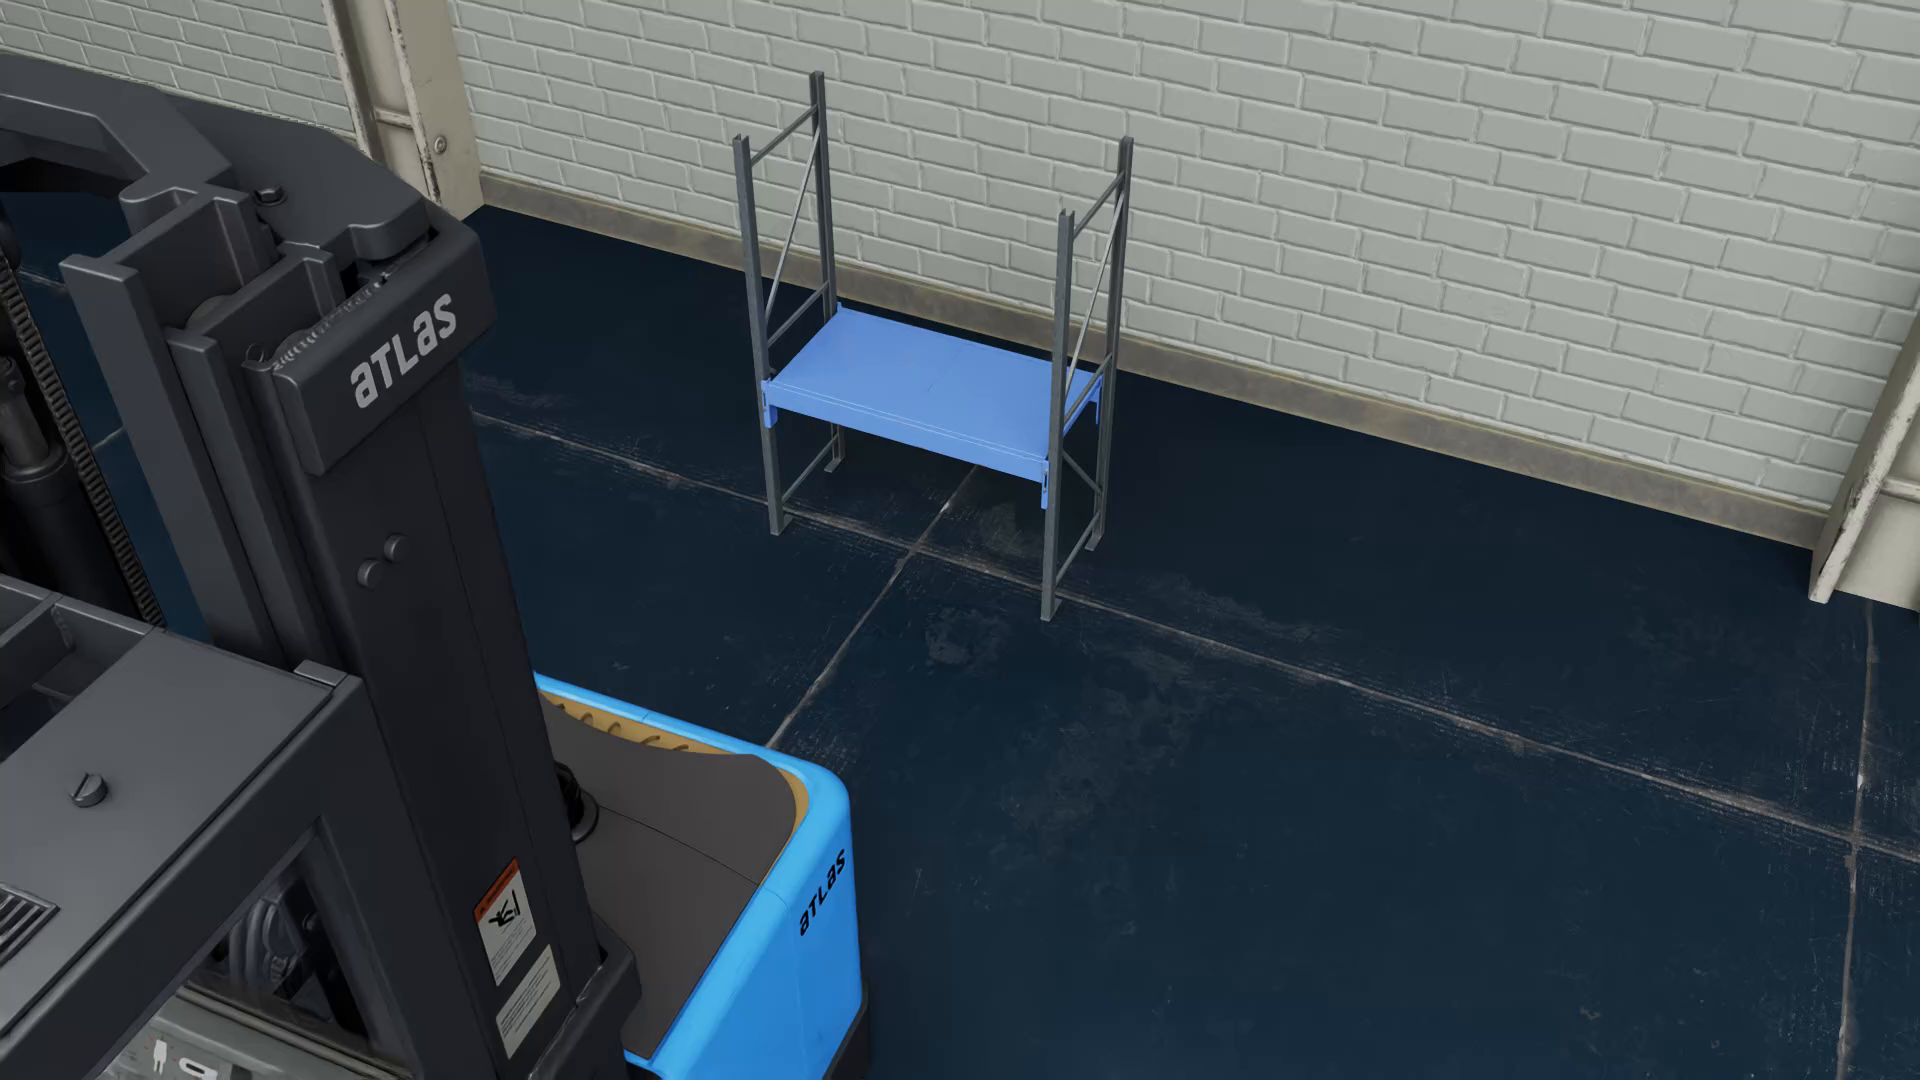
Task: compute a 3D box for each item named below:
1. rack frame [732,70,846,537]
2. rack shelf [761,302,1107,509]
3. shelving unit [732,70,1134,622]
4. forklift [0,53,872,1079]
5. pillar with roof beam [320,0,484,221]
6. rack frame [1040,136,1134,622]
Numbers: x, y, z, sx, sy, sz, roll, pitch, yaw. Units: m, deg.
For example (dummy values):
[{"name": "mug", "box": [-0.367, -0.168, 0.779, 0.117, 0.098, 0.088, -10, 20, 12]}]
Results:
[{"name": "rack frame", "box": [-0.538, -0.731, 5.448, 0.032, 1.500, 0.500, 17, 44, 19]}, {"name": "rack shelf", "box": [-0.077, -0.454, 5.404, 1.000, 0.185, 0.538, 17, 44, 19]}, {"name": "shelving unit", "box": [-0.077, -0.590, 5.286, 1.048, 1.500, 0.538, 17, 44, 19]}, {"name": "forklift", "box": [-1.256, 0.972, 2.391, 1.130, 2.935, 3.031, 15, 43, 17]}, {"name": "pillar with roof beam", "box": [-4.196, -2.347, 1.587, 0.400, 9.000, 9.100, 17, 44, 19]}, {"name": "rack frame", "box": [0.383, -0.450, 5.124, 0.032, 1.500, 0.500, 17, 44, 19]}]
